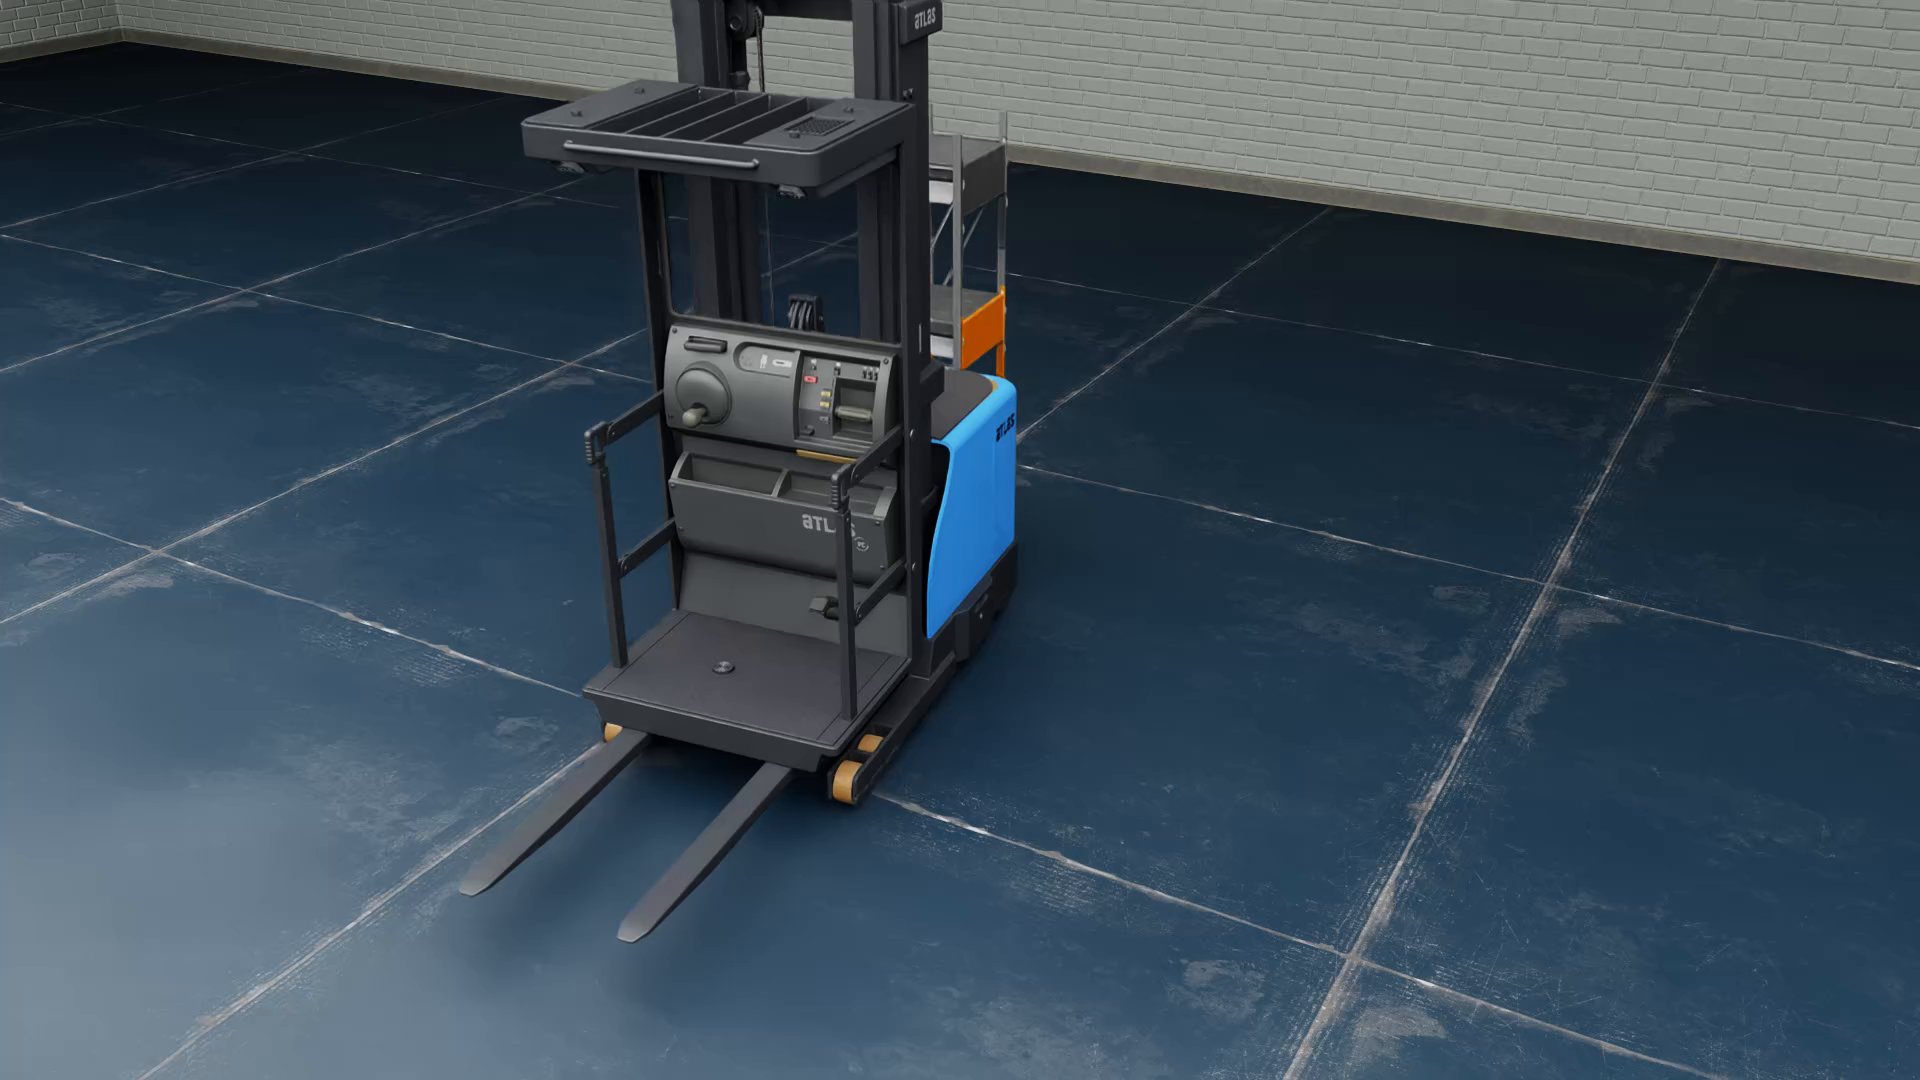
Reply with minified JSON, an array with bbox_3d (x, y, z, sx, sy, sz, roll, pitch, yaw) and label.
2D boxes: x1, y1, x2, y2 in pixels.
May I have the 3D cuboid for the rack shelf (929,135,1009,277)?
[{"bbox_3d":[-0.076,-1.510,7.388,0.431,0.518,0.480,12,29,22],"label":"rack shelf"}]

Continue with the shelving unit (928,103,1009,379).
[{"bbox_3d":[-0.077,-0.897,7.695,0.431,2.100,0.503,12,29,22],"label":"shelving unit"}]

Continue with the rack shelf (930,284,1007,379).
[{"bbox_3d":[-0.077,-0.884,7.701,0.431,0.518,0.480,12,29,22],"label":"rack shelf"}]

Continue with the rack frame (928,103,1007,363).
[{"bbox_3d":[0.025,-0.996,7.894,0.400,2.100,0.015,12,29,22],"label":"rack frame"}]

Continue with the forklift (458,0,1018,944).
[{"bbox_3d":[-0.764,-0.529,6.033,1.130,2.935,3.031,10,28,20],"label":"forklift"}]

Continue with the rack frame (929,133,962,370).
[{"bbox_3d":[-0.178,-0.797,7.497,0.400,2.100,0.015,12,29,22],"label":"rack frame"}]
